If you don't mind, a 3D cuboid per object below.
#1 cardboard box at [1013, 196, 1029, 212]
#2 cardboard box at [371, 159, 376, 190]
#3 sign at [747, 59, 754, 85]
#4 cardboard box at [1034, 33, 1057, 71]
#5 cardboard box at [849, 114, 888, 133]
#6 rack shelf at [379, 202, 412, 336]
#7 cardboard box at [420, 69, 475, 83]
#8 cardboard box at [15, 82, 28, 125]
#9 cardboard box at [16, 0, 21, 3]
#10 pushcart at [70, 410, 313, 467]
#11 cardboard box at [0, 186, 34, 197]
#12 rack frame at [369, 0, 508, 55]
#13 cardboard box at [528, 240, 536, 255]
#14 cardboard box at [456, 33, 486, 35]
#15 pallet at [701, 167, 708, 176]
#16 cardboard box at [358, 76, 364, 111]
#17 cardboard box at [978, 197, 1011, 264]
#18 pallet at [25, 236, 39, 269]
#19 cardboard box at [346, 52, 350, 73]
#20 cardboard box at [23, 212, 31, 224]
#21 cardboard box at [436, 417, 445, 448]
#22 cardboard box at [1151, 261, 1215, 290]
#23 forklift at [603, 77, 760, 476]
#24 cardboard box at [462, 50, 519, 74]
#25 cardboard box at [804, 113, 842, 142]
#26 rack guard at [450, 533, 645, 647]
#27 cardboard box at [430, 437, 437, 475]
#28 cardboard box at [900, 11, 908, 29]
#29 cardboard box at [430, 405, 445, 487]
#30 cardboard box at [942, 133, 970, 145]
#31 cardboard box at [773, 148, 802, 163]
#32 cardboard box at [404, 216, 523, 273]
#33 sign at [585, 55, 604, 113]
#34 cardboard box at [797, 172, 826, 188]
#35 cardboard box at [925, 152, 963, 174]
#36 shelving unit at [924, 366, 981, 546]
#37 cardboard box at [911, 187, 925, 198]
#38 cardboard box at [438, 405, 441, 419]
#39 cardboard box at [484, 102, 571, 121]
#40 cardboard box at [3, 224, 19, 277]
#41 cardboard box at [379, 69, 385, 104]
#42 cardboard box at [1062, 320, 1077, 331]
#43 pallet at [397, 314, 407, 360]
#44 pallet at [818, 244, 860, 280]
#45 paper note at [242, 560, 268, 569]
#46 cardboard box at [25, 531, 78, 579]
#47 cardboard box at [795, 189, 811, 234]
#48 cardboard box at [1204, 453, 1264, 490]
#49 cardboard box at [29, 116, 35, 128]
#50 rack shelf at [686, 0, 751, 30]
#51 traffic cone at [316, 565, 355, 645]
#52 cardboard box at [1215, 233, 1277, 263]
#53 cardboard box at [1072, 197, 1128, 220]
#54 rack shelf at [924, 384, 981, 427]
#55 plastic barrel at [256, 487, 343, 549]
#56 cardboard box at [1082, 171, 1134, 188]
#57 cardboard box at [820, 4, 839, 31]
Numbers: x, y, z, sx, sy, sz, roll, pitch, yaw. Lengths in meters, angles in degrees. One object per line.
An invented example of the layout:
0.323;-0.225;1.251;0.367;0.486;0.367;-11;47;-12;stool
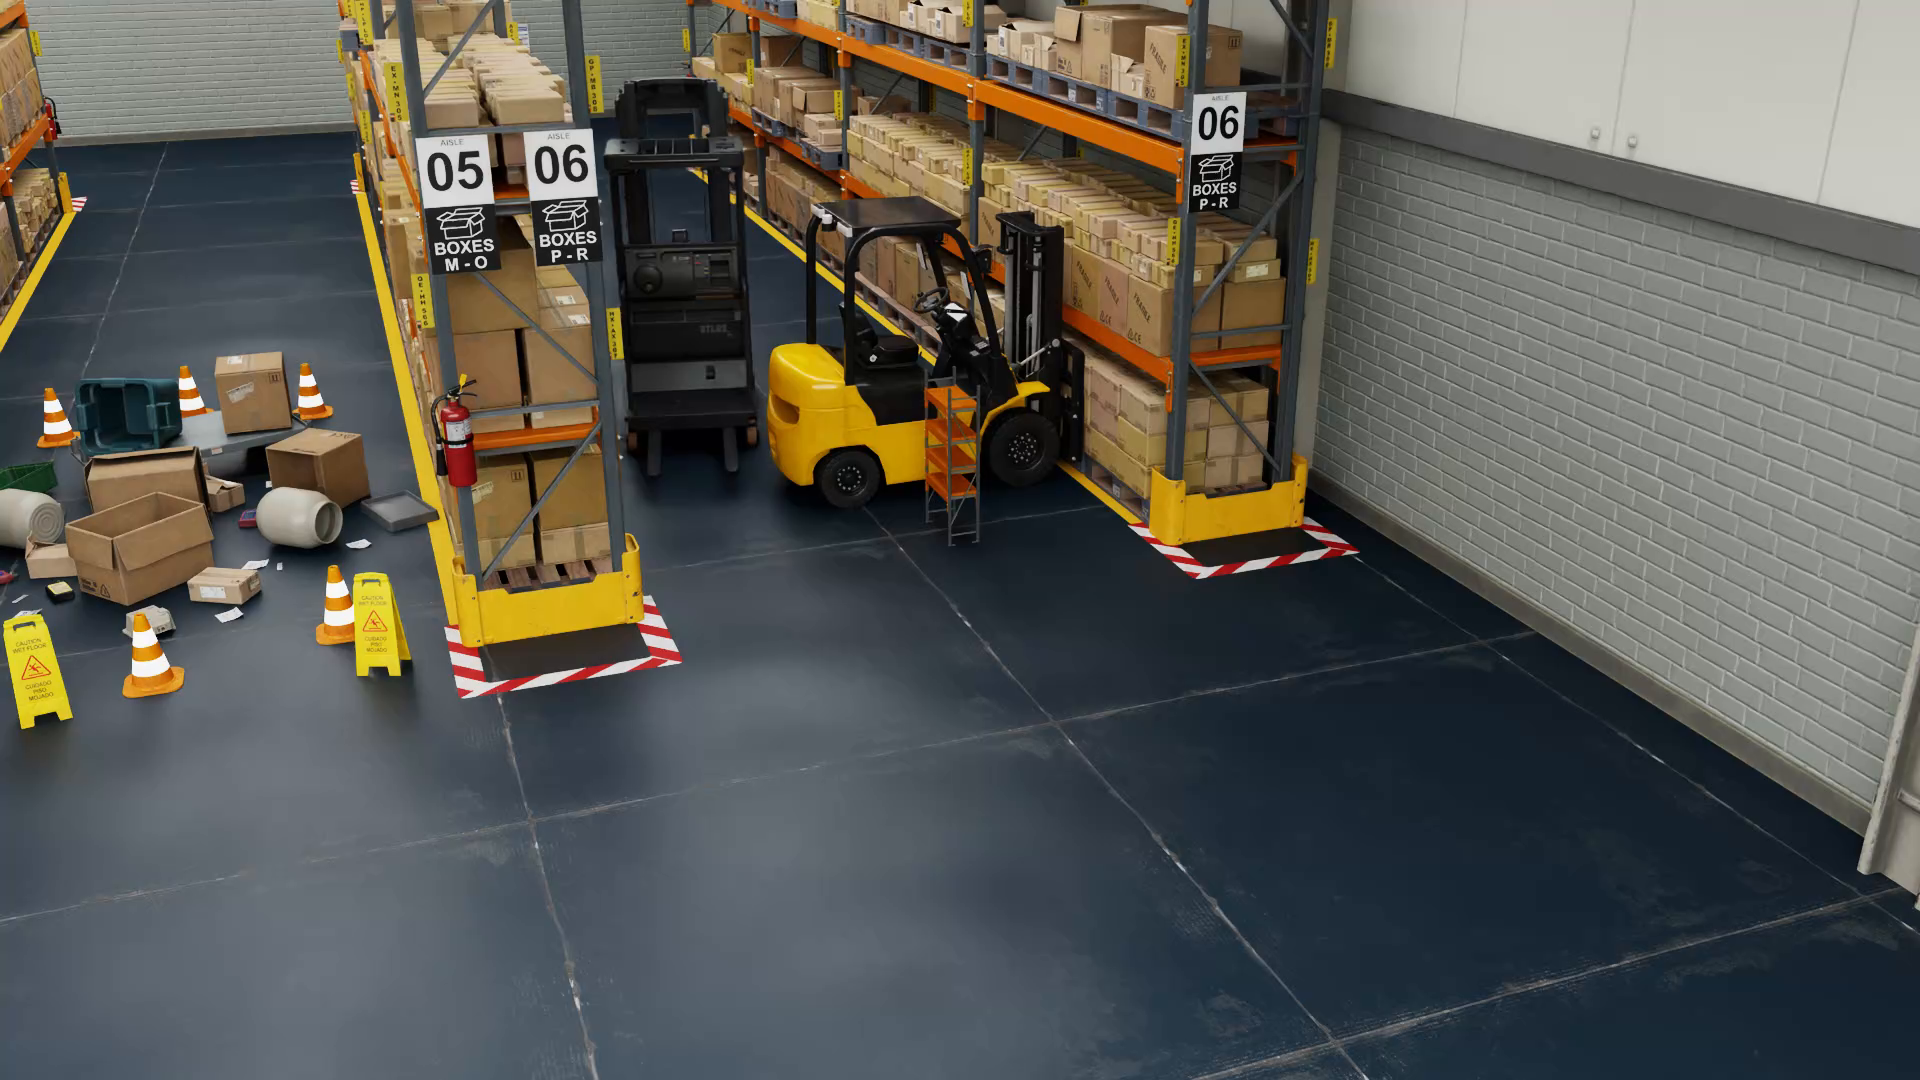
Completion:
0.672;-2.848;14.180;0.380;0.149;0.250;-8;24;-18;cardboard box
-6.096;-3.973;18.007;0.500;0.250;0.500;-8;24;-18;cardboard box
-2.755;-6.168;21.907;0.100;0.325;0.005;-8;24;-19;sign
0.817;-3.918;13.326;0.396;0.266;0.258;-9;24;-20;cardboard box
-1.000;-4.581;18.294;0.380;0.149;0.250;-8;24;-17;cardboard box
-4.772;-2.652;15.606;1.077;0.370;4.000;-8;24;-19;rack shelf
-3.400;-2.997;10.932;0.380;0.149;0.250;-9;24;-21;cardboard box
-11.969;-5.403;20.695;0.500;0.500;0.500;-7;24;-16;cardboard box
-12.492;-7.085;21.529;0.500;0.250;0.500;-9;24;-20;cardboard box
-6.181;-0.717;13.466;1.648;0.377;0.936;-18;29;-37;pushcart
-12.062;-4.418;21.234;0.380;0.149;0.250;-9;25;-21;cardboard box
-4.066;-5.021;12.577;1.000;3.000;0.127;-8;24;-19;rack frame
-3.300;-1.939;12.476;0.500;0.500;0.500;-8;24;-18;cardboard box
-4.077;-4.215;14.178;0.500;0.250;0.500;-9;24;-20;cardboard box
-3.353;-5.697;25.495;1.003;0.211;1.213;-8;24;-19;pallet
-6.437;-4.920;18.646;0.500;0.500;0.500;-9;24;-20;cardboard box
0.489;-2.788;14.874;0.500;0.500;0.500;-9;24;-20;cardboard box
-11.758;-3.402;20.049;1.003;0.211;1.213;-8;24;-19;pallet
-8.024;-6.538;22.483;0.500;0.500;0.500;-9;24;-19;cardboard box
-11.777;-4.005;20.637;0.380;0.149;0.250;-7;24;-17;cardboard box
-3.372;-0.754;11.375;0.380;0.149;0.250;-8;24;-17;cardboard box
1.605;-1.918;11.975;0.380;0.149;0.250;-8;24;-18;cardboard box
-2.305;-2.245;13.802;1.130;2.935;3.031;-3;23;-8;forklift
-3.367;-3.429;11.958;0.380;0.149;0.250;-9;24;-20;cardboard box
-1.512;-4.856;19.561;0.500;0.250;0.500;-10;25;-21;cardboard box
-2.680;0.321;10.845;1.175;0.500;0.348;-8;24;-19;rack guard
-3.911;-0.739;13.142;0.500;0.250;0.500;-7;24;-16;cardboard box
-0.369;-5.083;16.241;0.380;0.149;0.250;-9;24;-20;cardboard box
-3.539;-0.704;12.093;0.500;0.500;0.500;-9;24;-20;cardboard box
0.028;-4.092;17.132;0.380;0.149;0.250;-8;24;-17;cardboard box
-2.235;-5.069;21.874;0.380;0.149;0.250;-10;25;-22;cardboard box
-3.209;-1.788;10.831;0.700;0.500;0.500;-8;24;-18;cardboard box
-2.145;-2.663;9.718;0.100;0.325;0.005;-8;24;-19;sign
-1.852;-4.554;21.035;0.380;0.149;0.250;-7;24;-17;cardboard box
-0.114;-3.643;16.066;0.380;0.149;0.250;-9;25;-21;cardboard box
-0.059;-0.613;12.160;0.258;1.200;0.503;-8;24;-19;shelving unit
-0.176;-3.384;16.609;0.500;0.250;0.500;-8;24;-19;cardboard box
-3.178;-0.871;10.778;0.380;0.149;0.250;-9;24;-20;cardboard box
-2.750;-2.657;10.640;0.500;0.250;0.500;-9;24;-20;cardboard box
-10.990;-3.255;18.788;0.500;0.500;0.500;-9;24;-20;cardboard box
-3.976;-3.323;12.221;0.500;0.250;0.500;-9;24;-19;cardboard box
0.811;-1.741;14.231;0.500;0.250;0.500;-7;24;-17;cardboard box
-5.204;-2.141;17.058;1.003;0.211;1.213;-8;24;-19;pallet
-1.065;-3.384;20.007;1.003;0.211;1.213;-8;24;-19;pallet
-5.009;0.171;11.821;0.148;0.019;0.142;0;23;-1;paper note
-6.331;0.091;11.693;0.396;0.266;0.258;-4;23;-10;cardboard box
-1.742;-4.118;20.835;0.500;0.500;0.500;-9;25;-21;cardboard box
1.999;-0.618;12.853;0.500;0.250;0.500;-8;24;-19;cardboard box
-12.253;-5.432;21.598;0.380;0.149;0.250;-8;24;-18;cardboard box
-2.956;-7.623;23.539;1.077;0.370;4.000;-8;24;-19;rack shelf
-4.012;0.386;10.737;0.336;0.463;0.334;-8;24;-19;traffic cone
2.071;-2.119;12.069;0.380;0.149;0.250;-9;24;-20;cardboard box
1.118;-2.626;13.270;0.380;0.149;0.250;-8;24;-18;cardboard box
-0.059;-0.975;12.007;0.258;0.148;0.480;-8;24;-19;rack shelf
-4.799;-0.159;12.082;0.512;0.421;0.421;8;24;18;plastic barrel
1.275;-3.073;14.332;0.380;0.149;0.250;-9;24;-20;cardboard box
-1.245;-5.859;18.620;0.500;0.250;0.500;-9;25;-21;cardboard box
